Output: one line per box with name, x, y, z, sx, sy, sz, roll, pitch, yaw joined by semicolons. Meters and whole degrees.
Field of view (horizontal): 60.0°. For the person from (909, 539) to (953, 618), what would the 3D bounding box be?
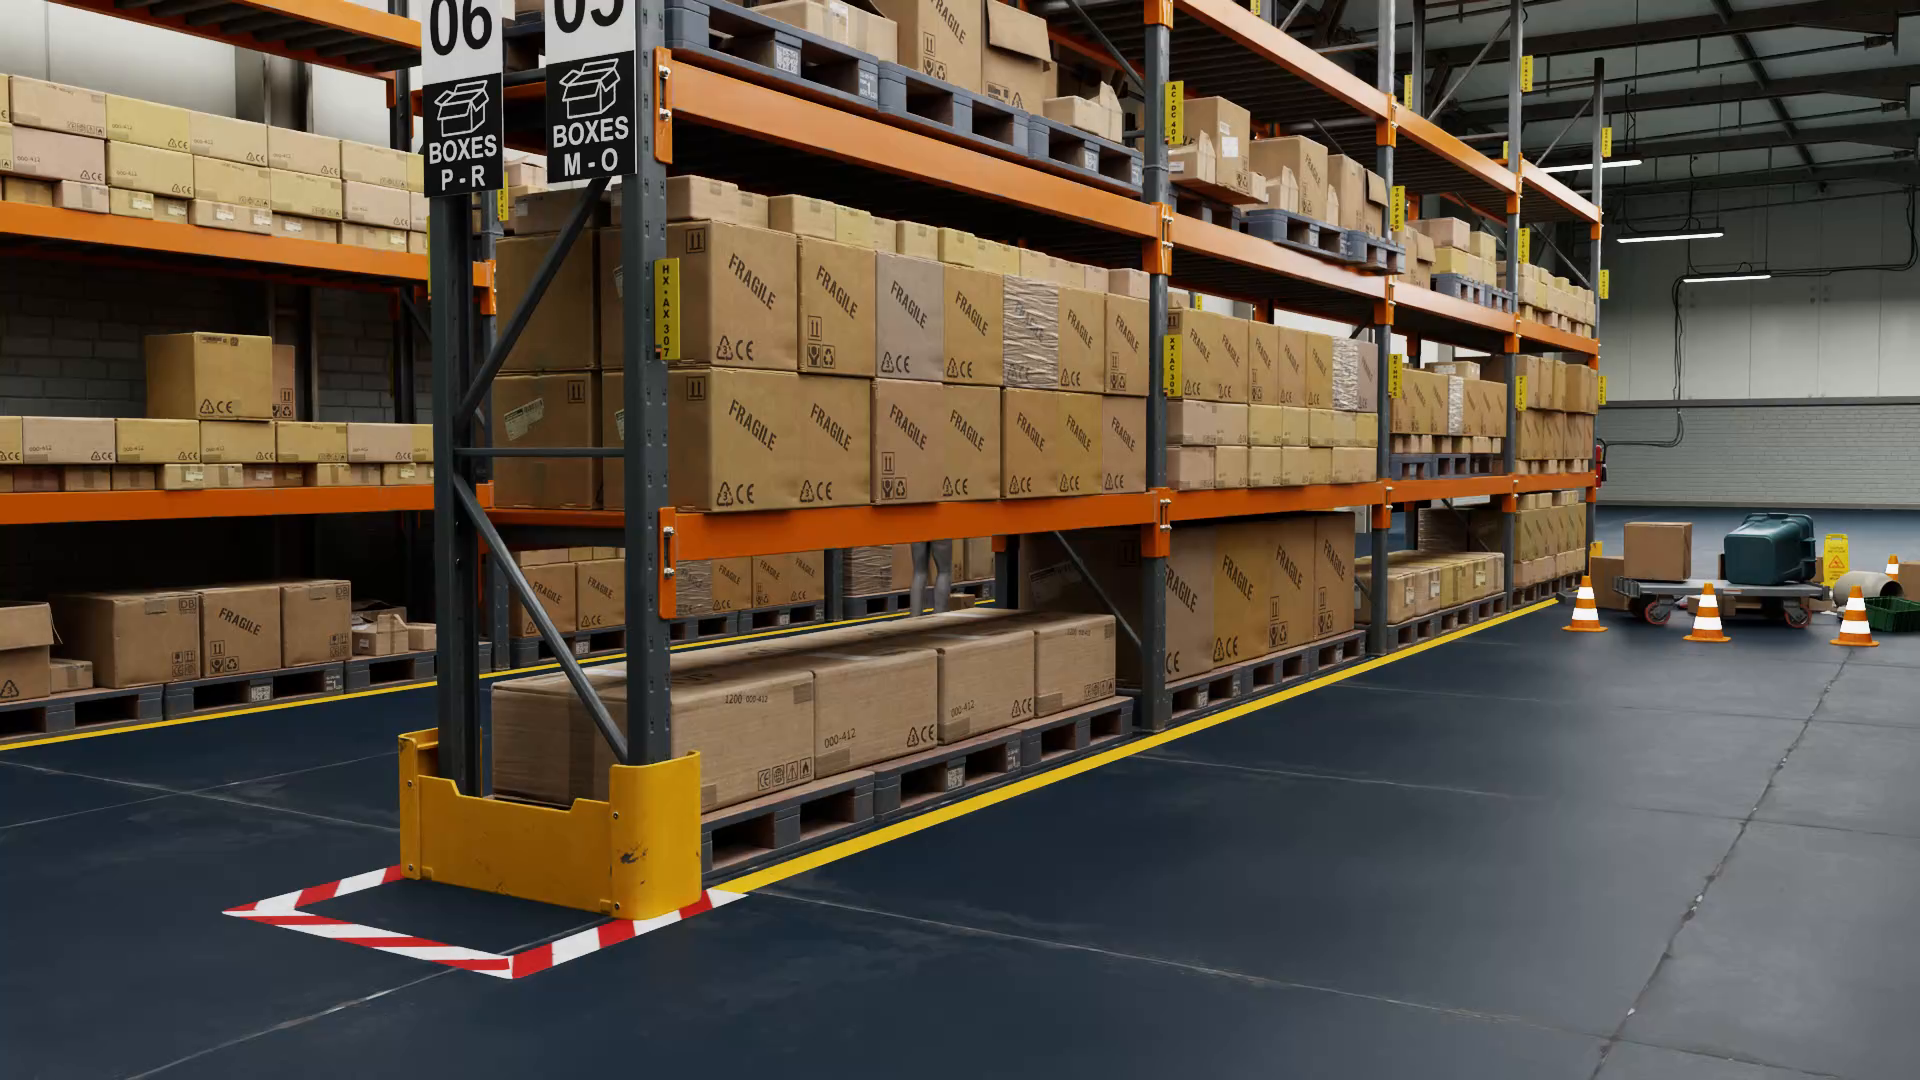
person;-0.268;-0.054;14.358;0.441;1.654;0.337;2;3;27
